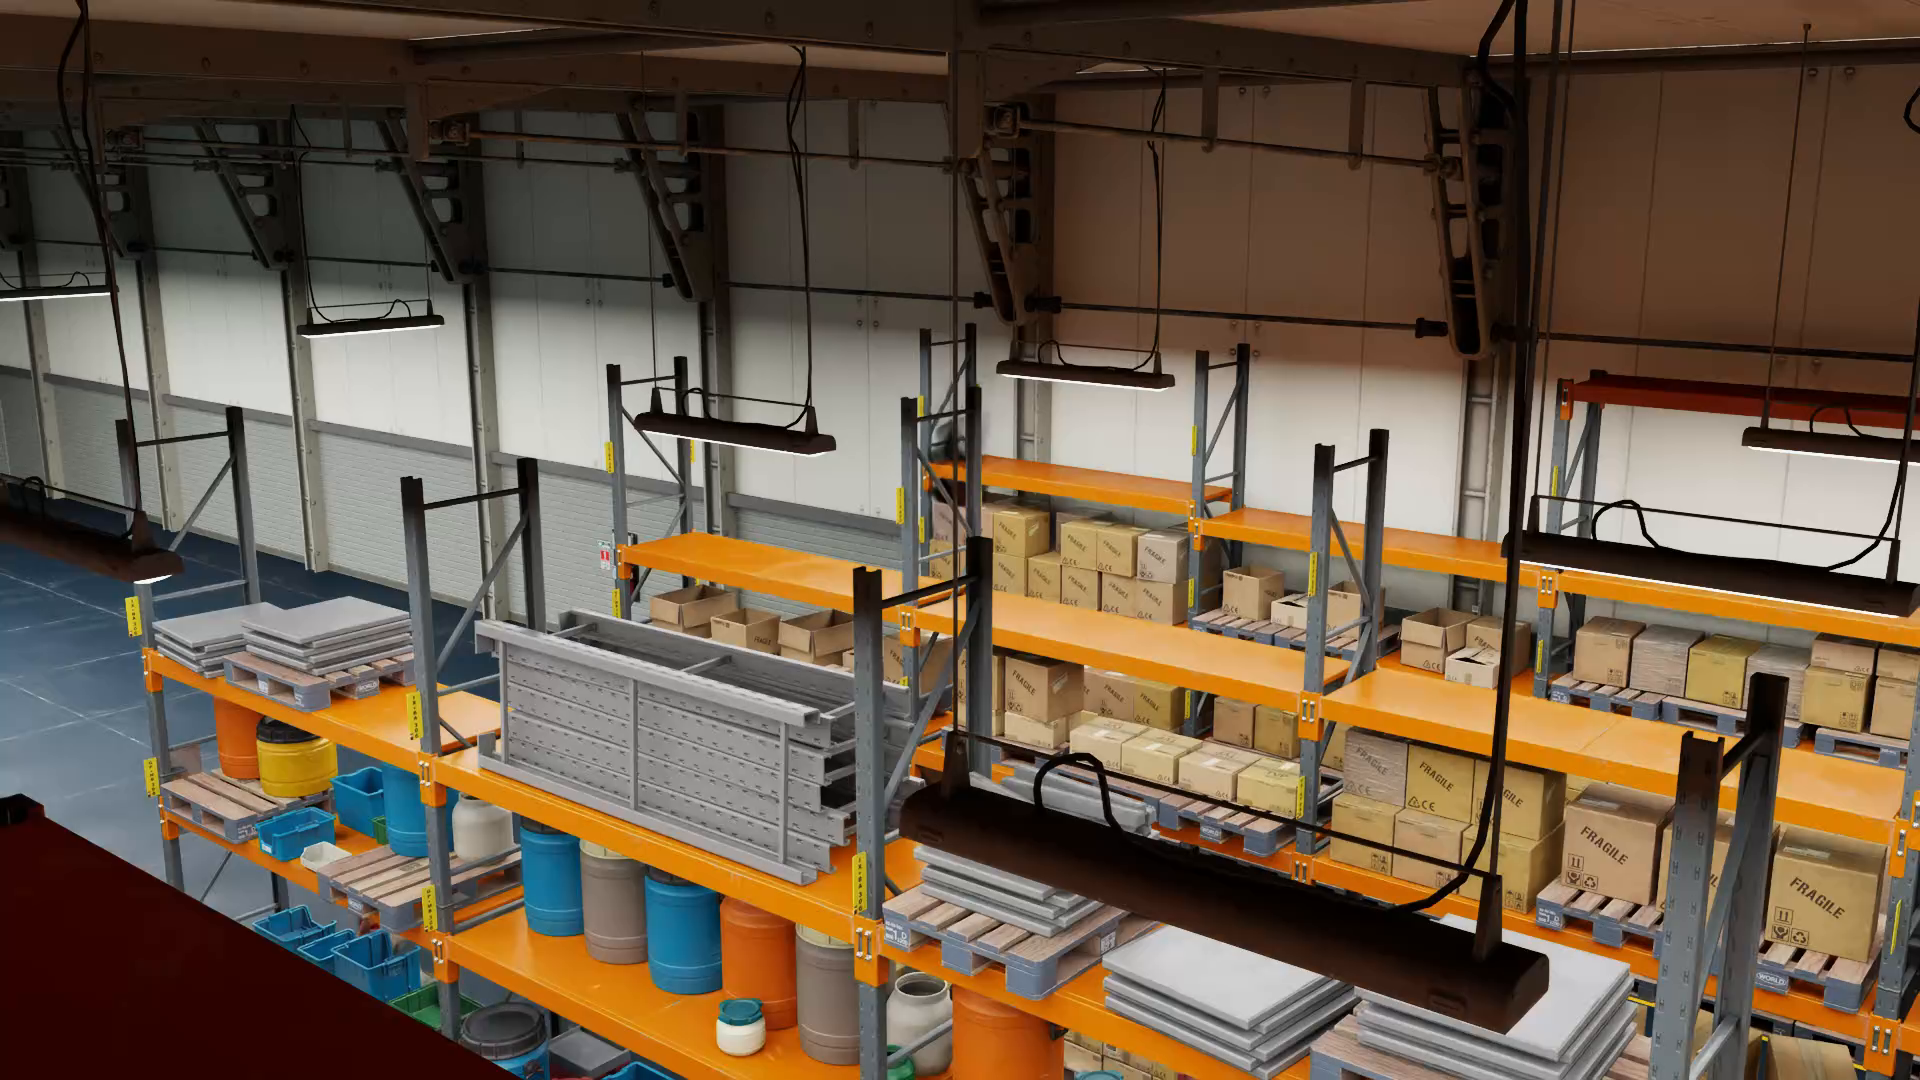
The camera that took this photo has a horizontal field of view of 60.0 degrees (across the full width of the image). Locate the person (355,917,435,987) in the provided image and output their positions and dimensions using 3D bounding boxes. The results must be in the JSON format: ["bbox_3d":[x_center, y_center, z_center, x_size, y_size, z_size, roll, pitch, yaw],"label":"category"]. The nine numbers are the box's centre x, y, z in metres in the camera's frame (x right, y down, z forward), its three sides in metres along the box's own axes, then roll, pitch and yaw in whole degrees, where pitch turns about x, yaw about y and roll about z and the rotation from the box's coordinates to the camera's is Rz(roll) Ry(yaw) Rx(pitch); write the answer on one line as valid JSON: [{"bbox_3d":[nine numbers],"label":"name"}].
[{"bbox_3d":[-5.428,3.797,15.743,0.688,1.730,0.698,3,13,14],"label":"person"}]
